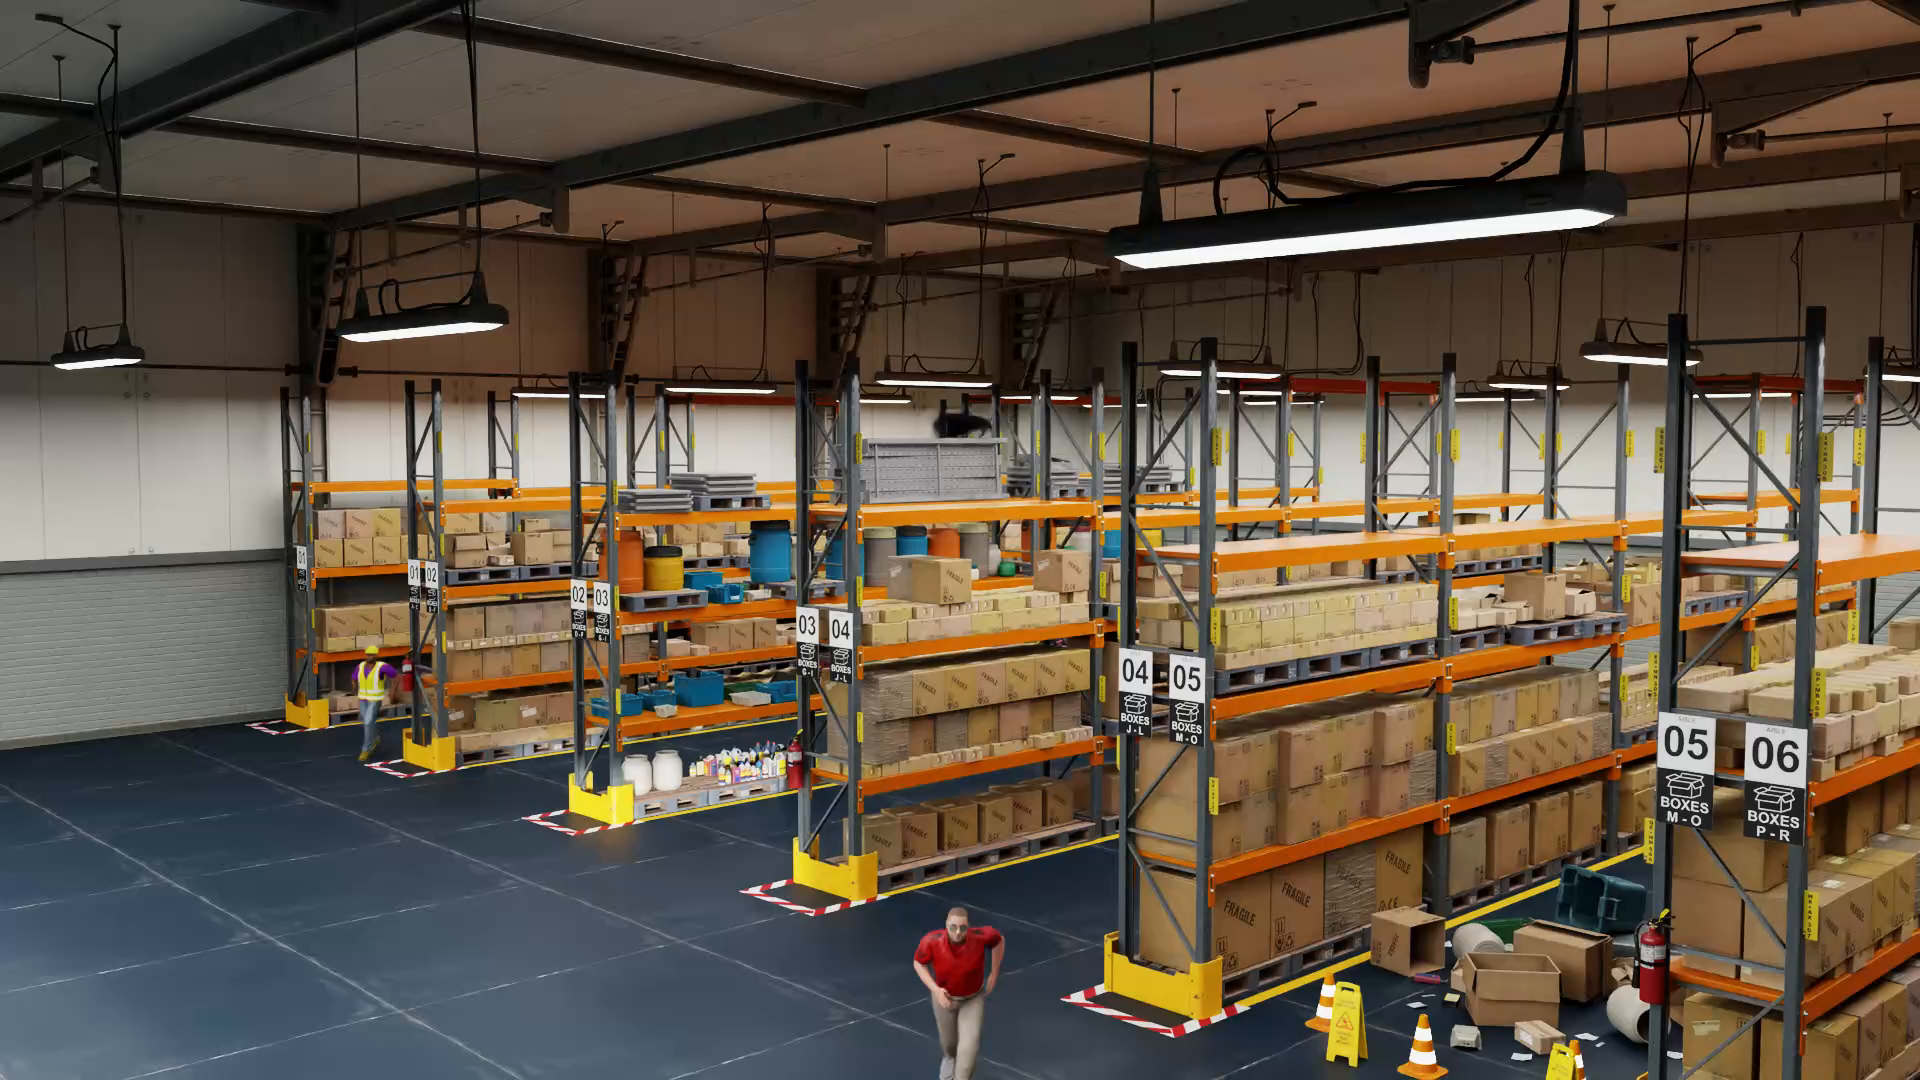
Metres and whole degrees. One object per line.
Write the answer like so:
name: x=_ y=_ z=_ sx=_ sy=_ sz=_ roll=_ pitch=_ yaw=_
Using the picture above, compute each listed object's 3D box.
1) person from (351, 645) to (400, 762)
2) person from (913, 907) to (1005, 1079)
person: x=-9.390 y=2.578 z=26.579 sx=0.741 sy=1.810 sz=0.846 roll=1 pitch=4 yaw=13
person: x=-0.013 y=3.551 z=12.783 sx=0.703 sy=1.694 sz=1.019 roll=0 pitch=4 yaw=-4
